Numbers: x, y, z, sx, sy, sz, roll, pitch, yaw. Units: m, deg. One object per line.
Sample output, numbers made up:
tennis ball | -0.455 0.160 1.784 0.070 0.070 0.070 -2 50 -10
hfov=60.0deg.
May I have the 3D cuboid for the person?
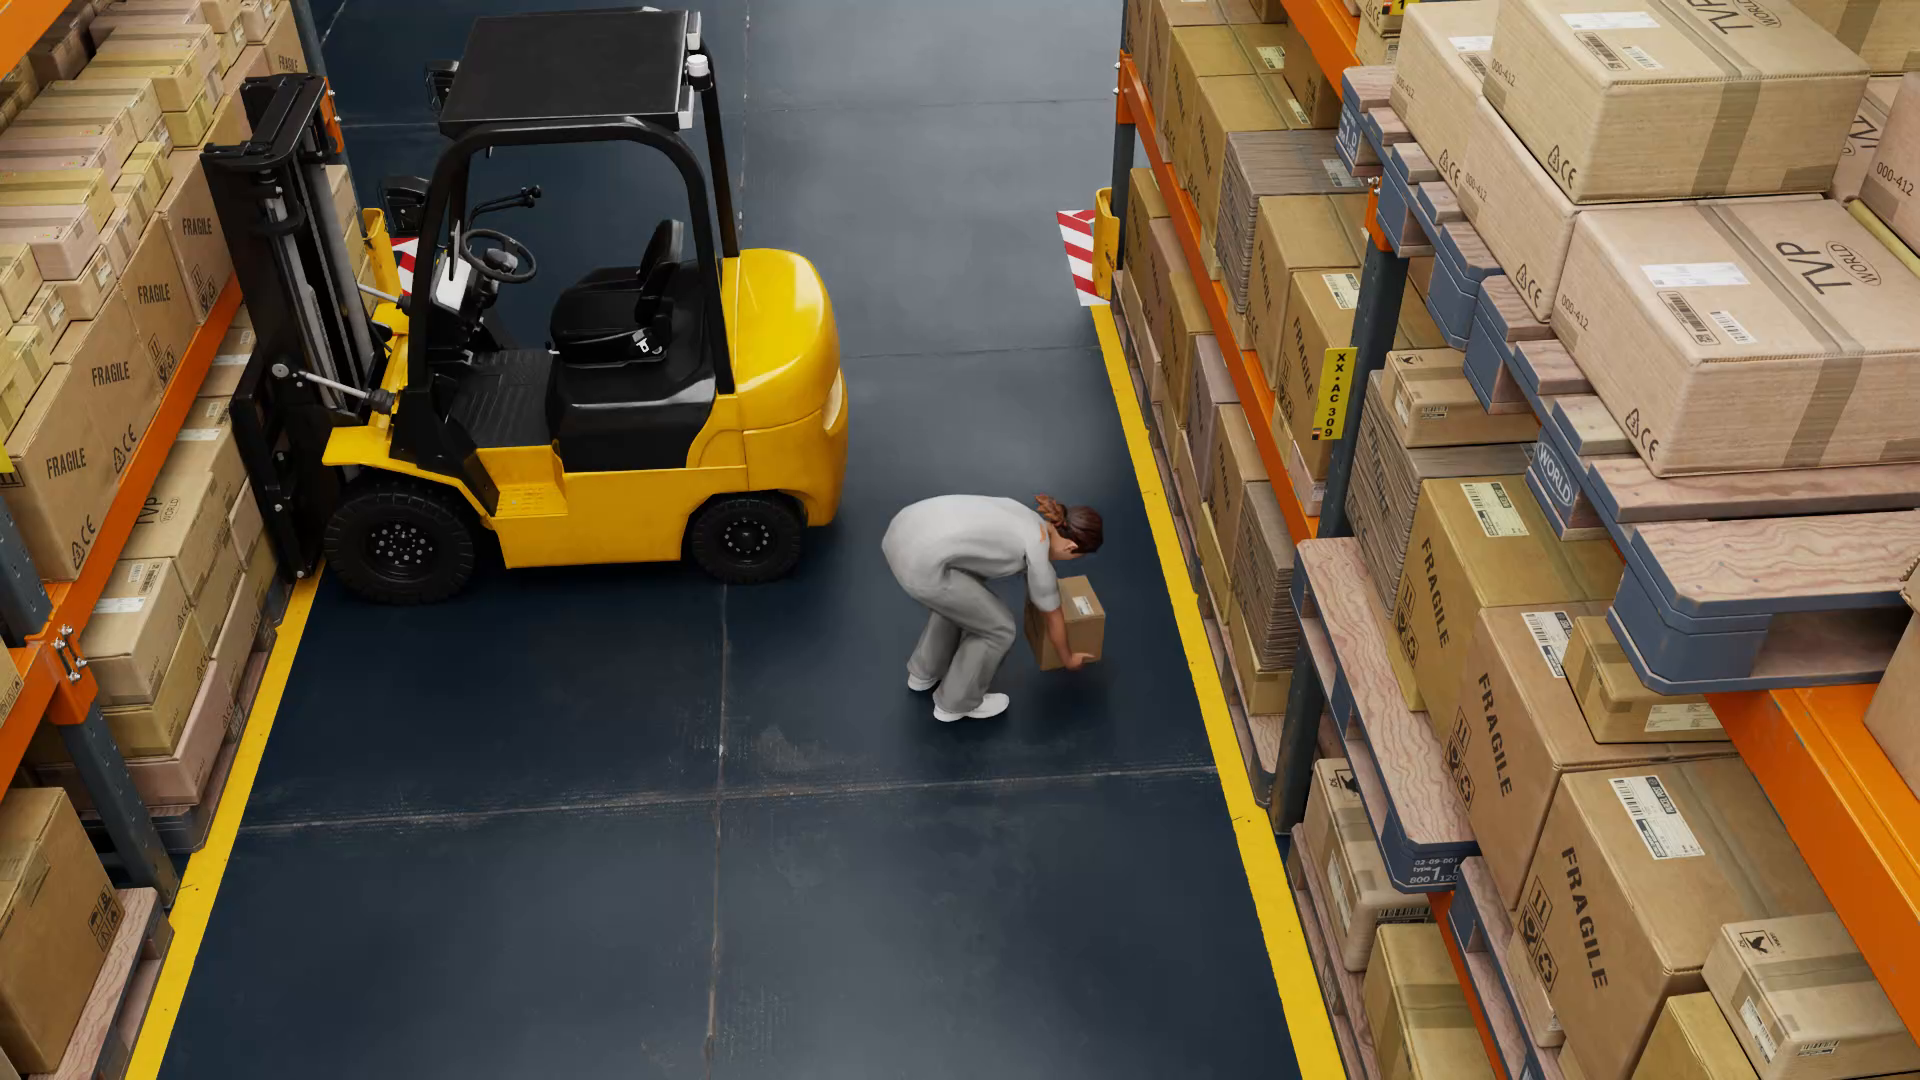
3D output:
person | 0.135 0.220 6.442 0.859 0.972 0.450 -13 41 -15
